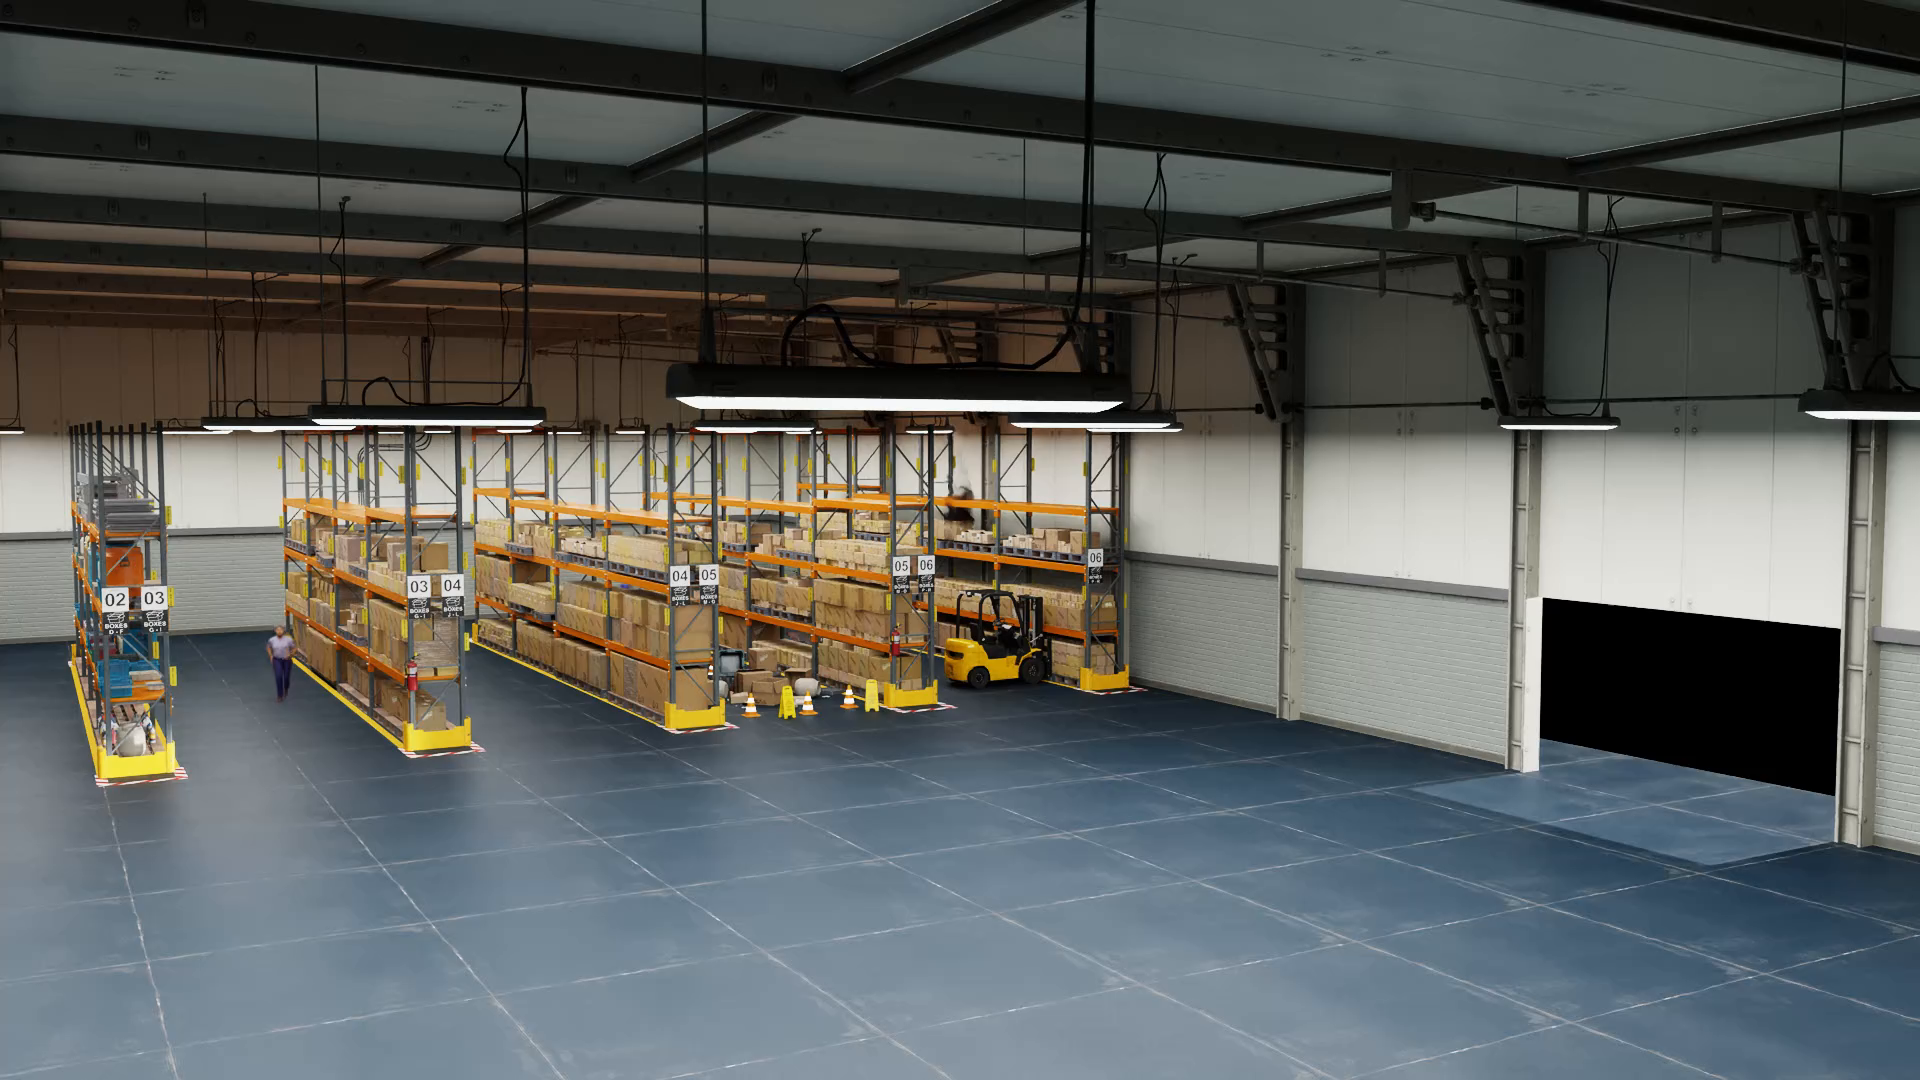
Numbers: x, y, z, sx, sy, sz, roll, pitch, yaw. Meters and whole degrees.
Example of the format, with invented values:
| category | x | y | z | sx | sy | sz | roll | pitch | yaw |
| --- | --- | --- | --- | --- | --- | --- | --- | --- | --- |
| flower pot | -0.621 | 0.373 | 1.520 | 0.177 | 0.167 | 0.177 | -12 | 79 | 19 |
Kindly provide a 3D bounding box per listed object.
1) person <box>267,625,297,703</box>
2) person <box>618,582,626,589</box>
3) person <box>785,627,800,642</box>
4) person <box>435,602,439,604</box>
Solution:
| category | x | y | z | sx | sy | sz | roll | pitch | yaw |
| --- | --- | --- | --- | --- | --- | --- | --- | --- | --- |
| person | -14.665 | 2.663 | 36.003 | 0.599 | 1.632 | 0.858 | -1 | 4 | -21 |
| person | -10.157 | 1.846 | 50.211 | 0.681 | 1.613 | 0.609 | -1 | 4 | -15 |
| person | -4.448 | 2.141 | 44.657 | 0.587 | 1.627 | 0.599 | -2 | 4 | -28 |
| person | -13.425 | 2.255 | 42.746 | 0.601 | 1.644 | 0.647 | -3 | 4 | -37 |
